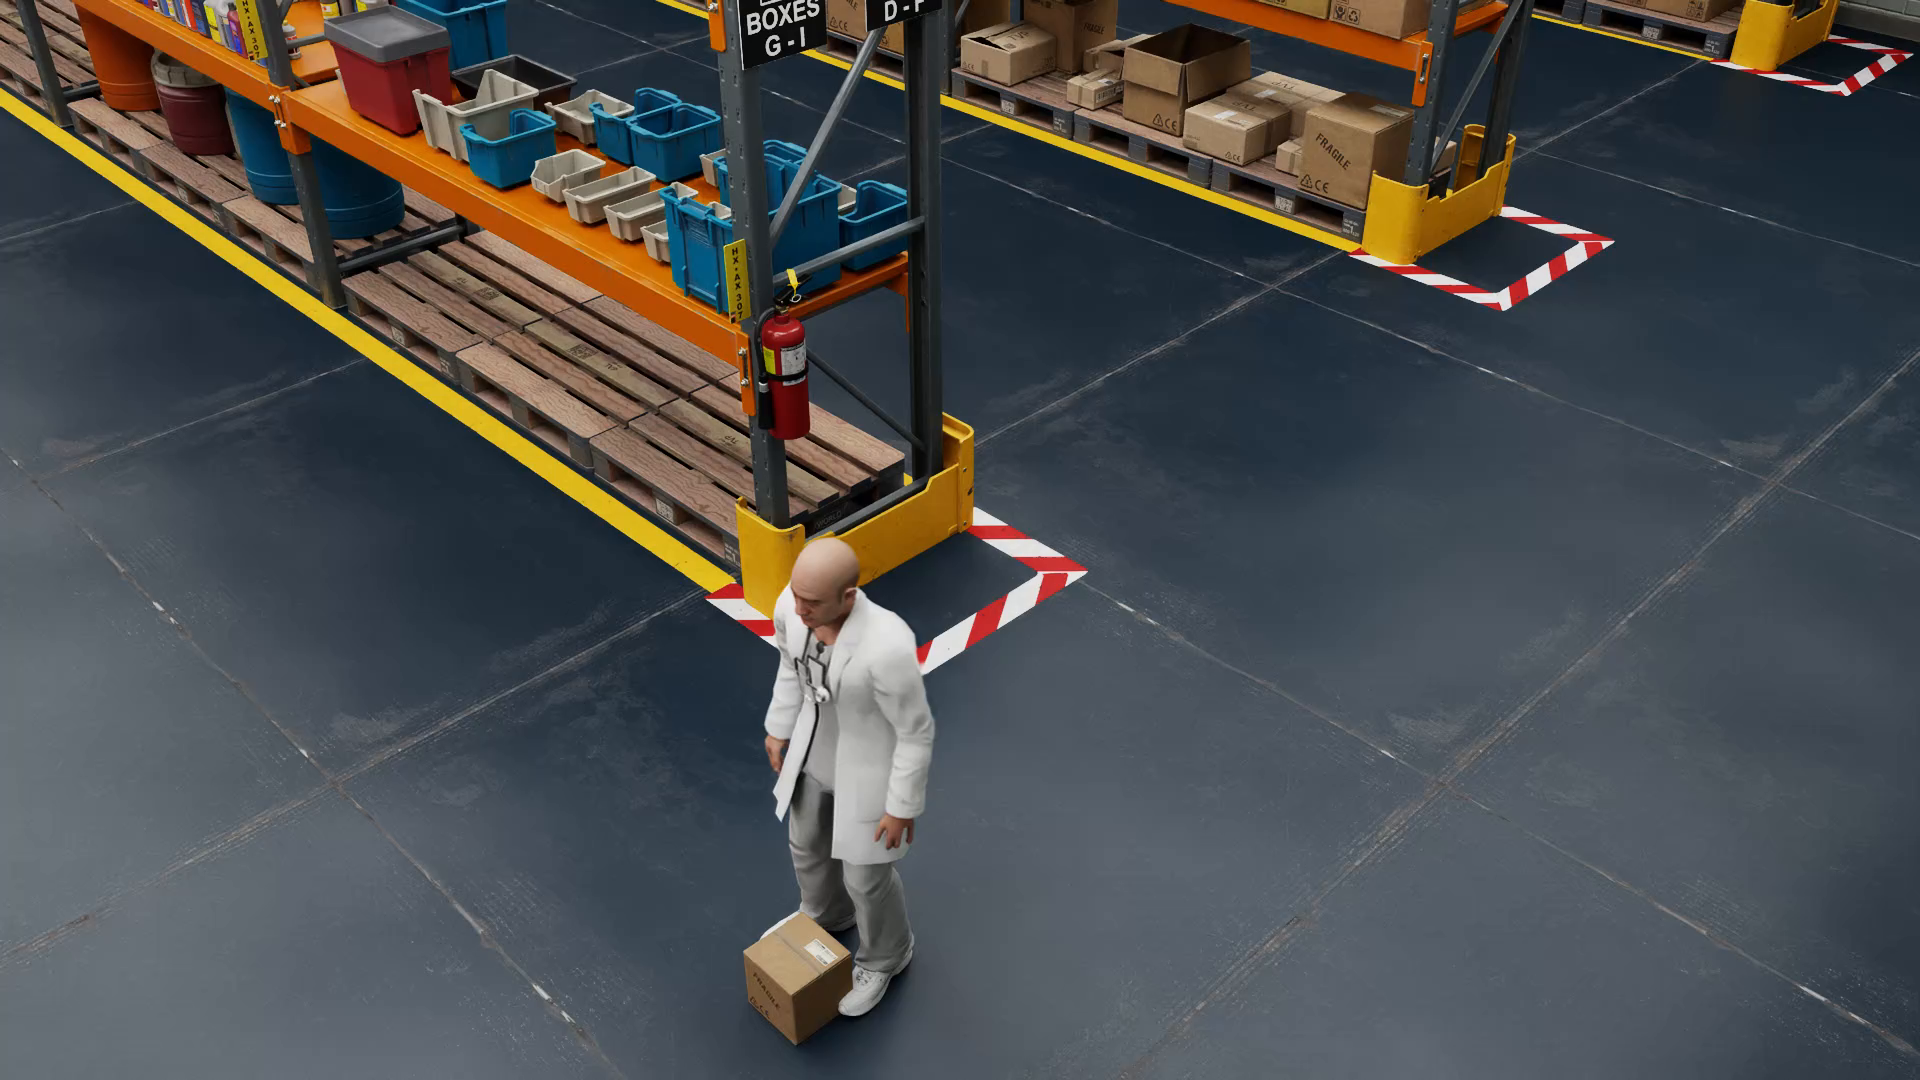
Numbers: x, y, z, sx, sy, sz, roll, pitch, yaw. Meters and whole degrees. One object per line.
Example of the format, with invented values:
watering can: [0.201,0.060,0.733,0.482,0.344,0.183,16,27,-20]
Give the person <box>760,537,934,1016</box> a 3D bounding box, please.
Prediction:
person: [-0.352,0.706,5.150,0.654,1.774,0.415,29,44,34]
